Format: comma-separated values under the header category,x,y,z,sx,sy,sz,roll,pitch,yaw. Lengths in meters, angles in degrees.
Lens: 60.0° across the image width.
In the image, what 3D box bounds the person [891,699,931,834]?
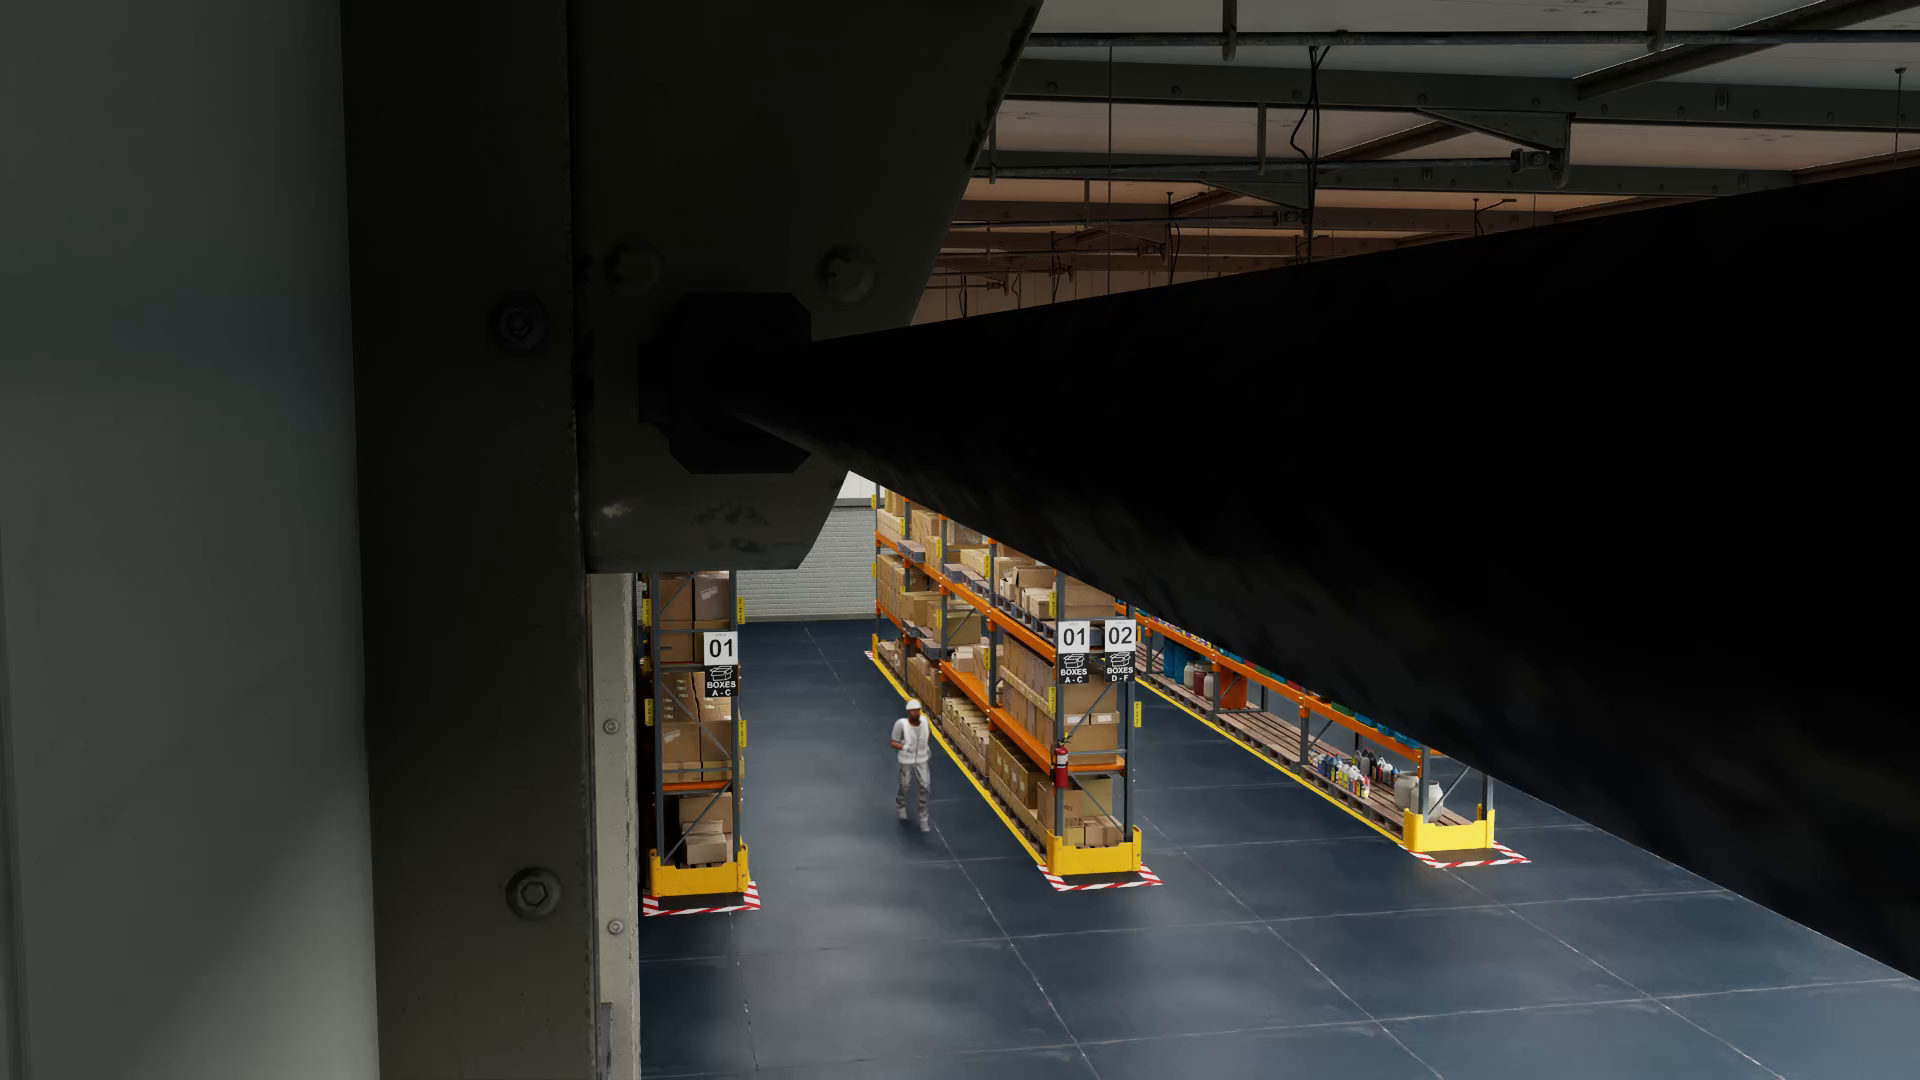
category,x,y,z,sx,sy,sz,roll,pitch,yaw
person,-0.667,3.087,22.961,0.614,1.830,0.868,-2,6,-16
